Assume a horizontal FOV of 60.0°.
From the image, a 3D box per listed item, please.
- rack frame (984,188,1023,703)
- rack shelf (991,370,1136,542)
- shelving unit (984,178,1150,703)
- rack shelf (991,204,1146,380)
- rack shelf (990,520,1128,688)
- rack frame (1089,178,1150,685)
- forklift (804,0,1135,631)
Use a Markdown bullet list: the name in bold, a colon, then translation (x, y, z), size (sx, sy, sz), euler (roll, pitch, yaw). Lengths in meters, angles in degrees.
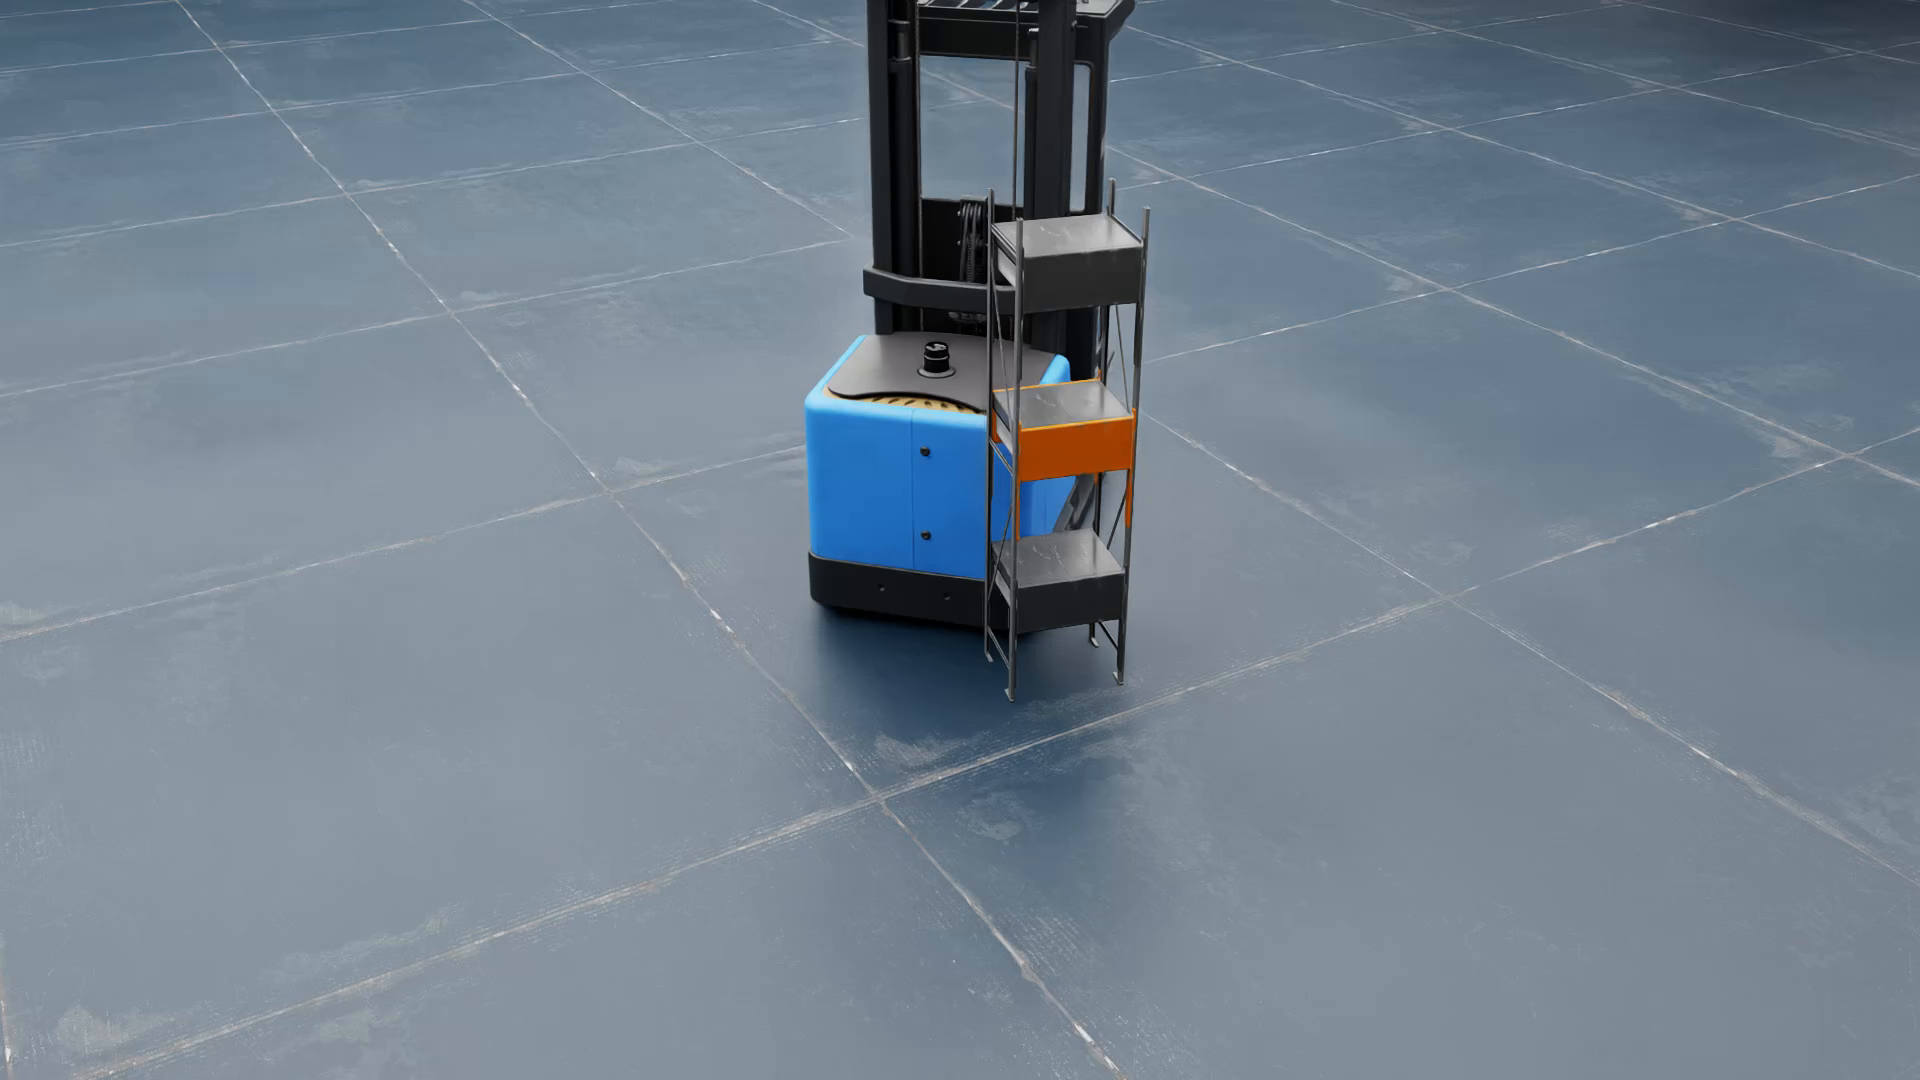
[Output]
- **rack frame**: translation (0.168, -0.327, 6.670), size (0.015, 2.100, 0.400), euler (-8, 30, -13)
- **rack shelf**: translation (0.403, -0.347, 6.734), size (0.480, 0.518, 0.431), euler (-8, 30, -13)
- **shelving unit**: translation (0.403, -0.359, 6.727), size (0.503, 2.100, 0.431), euler (-8, 30, -13)
- **rack shelf**: translation (0.403, -0.960, 6.395), size (0.480, 0.518, 0.431), euler (-8, 30, -13)
- **rack shelf**: translation (0.403, 0.266, 7.072), size (0.480, 0.518, 0.431), euler (-8, 30, -13)
- **rack frame**: translation (0.638, -0.390, 6.784), size (0.015, 2.100, 0.400), euler (-8, 30, -13)
- **forklift**: translation (0.192, -1.577, 8.075), size (1.130, 2.935, 3.031), euler (7, 30, 13)
